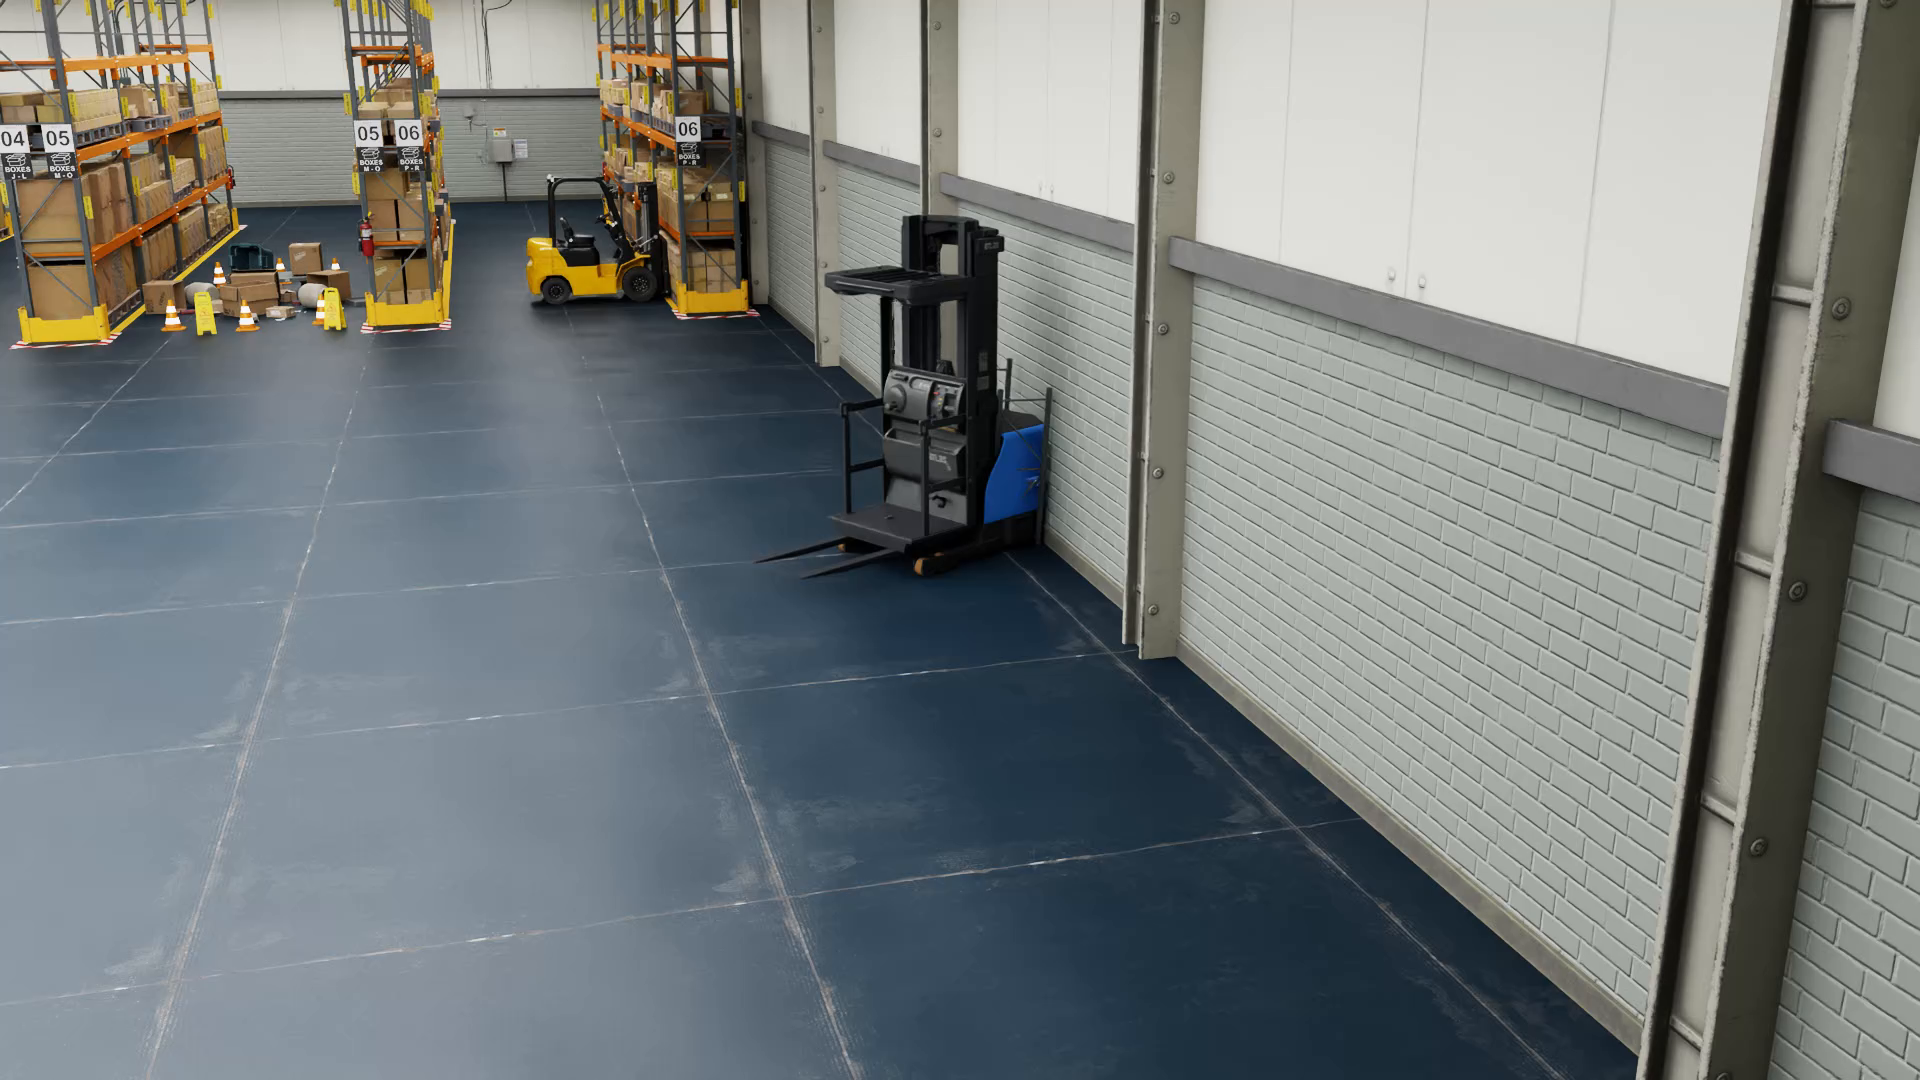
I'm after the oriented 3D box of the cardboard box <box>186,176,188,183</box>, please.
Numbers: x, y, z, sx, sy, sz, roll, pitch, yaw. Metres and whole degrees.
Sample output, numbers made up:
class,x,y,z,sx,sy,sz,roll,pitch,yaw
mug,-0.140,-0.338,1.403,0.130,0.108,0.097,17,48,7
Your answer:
class,x,y,z,sx,sy,sz,roll,pitch,yaw
cardboard box,-16.399,-7.540,34.842,0.380,0.149,0.250,-5,18,-18

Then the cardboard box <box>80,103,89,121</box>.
class,x,y,z,sx,sy,sz,roll,pitch,yaw
cardboard box,-13.717,-6.571,25.536,0.500,0.250,0.500,-5,17,-16

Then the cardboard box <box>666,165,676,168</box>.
class,x,y,z,sx,sy,sz,roll,pitch,yaw
cardboard box,-5.778,-7.550,33.868,0.380,0.149,0.250,-5,17,-16

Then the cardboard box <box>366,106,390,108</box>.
class,x,y,z,sx,sy,sz,roll,pitch,yaw
cardboard box,-9.584,-7.069,27.404,0.380,0.149,0.250,-5,17,-17

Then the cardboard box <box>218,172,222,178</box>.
class,x,y,z,sx,sy,sz,roll,pitch,yaw
cardboard box,-17.518,-8.549,38.934,0.380,0.149,0.250,-4,17,-14

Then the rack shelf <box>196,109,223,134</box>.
class,x,y,z,sx,sy,sz,roll,pitch,yaw
rack shelf,-17.538,-9.485,37.649,1.077,0.370,4.000,-5,17,-15

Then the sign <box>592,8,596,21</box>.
class,x,y,z,sx,sy,sz,roll,pitch,yaw
sign,-9.106,-13.074,41.373,0.100,0.325,0.005,-5,17,-15

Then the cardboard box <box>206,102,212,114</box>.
class,x,y,z,sx,sy,sz,roll,pitch,yaw
cardboard box,-17.272,-9.782,37.647,0.500,0.250,0.500,-4,17,-13

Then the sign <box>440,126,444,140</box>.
class,x,y,z,sx,sy,sz,roll,pitch,yaw
sign,-12.830,-10.072,41.144,0.100,0.325,0.005,-5,17,-15

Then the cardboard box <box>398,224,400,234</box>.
class,x,y,z,sx,sy,sz,roll,pitch,yaw
cardboard box,-9.528,-5.191,27.753,0.380,0.149,0.250,-4,17,-14

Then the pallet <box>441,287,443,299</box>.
class,x,y,z,sx,sy,sz,roll,pitch,yaw
pallet,-9.500,-4.190,28.831,1.003,0.211,1.213,-5,17,-15

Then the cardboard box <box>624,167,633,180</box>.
class,x,y,z,sx,sy,sz,roll,pitch,yaw
cardboard box,-6.987,-7.942,36.005,0.500,0.250,0.500,-6,18,-18

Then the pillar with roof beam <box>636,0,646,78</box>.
class,x,y,z,sx,sy,sz,roll,pitch,yaw
pillar with roof beam,-12.598,-13.109,43.248,9.100,9.000,0.400,-5,17,-15

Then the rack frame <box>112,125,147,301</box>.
class,x,y,z,sx,sy,sz,roll,pitch,yaw
rack frame,-14.789,-5.627,28.768,1.000,3.000,0.127,-5,17,-15

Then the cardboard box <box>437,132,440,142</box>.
class,x,y,z,sx,sy,sz,roll,pitch,yaw
cardboard box,-12.553,-9.359,39.281,0.500,0.500,0.500,-5,17,-16

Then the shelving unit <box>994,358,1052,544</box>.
class,x,y,z,sx,sy,sz,roll,pitch,yaw
shelving unit,0.367,-0.800,15.260,0.538,1.500,1.048,-4,22,-18

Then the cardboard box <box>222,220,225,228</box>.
class,x,y,z,sx,sy,sz,roll,pitch,yaw
cardboard box,-17.374,-7.377,38.820,0.380,0.149,0.250,-6,18,-18

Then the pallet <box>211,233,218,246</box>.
class,x,y,z,sx,sy,sz,roll,pitch,yaw
pallet,-17.207,-6.687,37.145,1.003,0.211,1.213,-5,17,-15

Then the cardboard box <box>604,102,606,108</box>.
class,x,y,z,sx,sy,sz,roll,pitch,yaw
cardboard box,-8.520,-10.677,40.803,0.380,0.149,0.250,-5,17,-15

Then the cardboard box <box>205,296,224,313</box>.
class,x,y,z,sx,sy,sz,roll,pitch,yaw
cardboard box,-12.546,-3.988,28.063,0.396,0.266,0.258,-2,17,-6

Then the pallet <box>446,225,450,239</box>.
class,x,y,z,sx,sy,sz,roll,pitch,yaw
pallet,-12.390,-7.140,38.653,1.003,0.211,1.213,-5,17,-15

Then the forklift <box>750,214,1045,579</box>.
class,x,y,z,sx,sy,sz,roll,pitch,yaw
forklift,-0.462,-1.257,14.341,1.130,2.935,3.031,16,23,42

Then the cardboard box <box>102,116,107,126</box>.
class,x,y,z,sx,sy,sz,roll,pitch,yaw
cardboard box,-14.030,-6.764,26.874,0.380,0.149,0.250,-5,17,-16

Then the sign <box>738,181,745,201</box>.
class,x,y,z,sx,sy,sz,roll,pitch,yaw
sign,-3.652,-5.828,27.795,0.100,0.325,0.005,-5,17,-15

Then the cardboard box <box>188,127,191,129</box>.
class,x,y,z,sx,sy,sz,roll,pitch,yaw
cardboard box,-18.074,-9.331,38.671,0.500,0.500,0.500,-4,17,-14

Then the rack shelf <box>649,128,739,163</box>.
class,x,y,z,sx,sy,sz,roll,pitch,yaw
rack shelf,-4.737,-6.978,29.304,1.077,0.370,4.000,-5,17,-15

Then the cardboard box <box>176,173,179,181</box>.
class,x,y,z,sx,sy,sz,roll,pitch,yaw
cardboard box,-16.119,-7.393,33.838,0.380,0.149,0.250,-5,17,-15

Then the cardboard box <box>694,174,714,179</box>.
class,x,y,z,sx,sy,sz,roll,pitch,yaw
cardboard box,-4.548,-6.447,29.680,0.380,0.149,0.250,-4,17,-14

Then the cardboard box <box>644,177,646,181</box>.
class,x,y,z,sx,sy,sz,roll,pitch,yaw
cardboard box,-5.950,-7.006,32.753,0.500,0.250,0.500,-4,17,-14

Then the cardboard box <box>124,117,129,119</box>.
class,x,y,z,sx,sy,sz,roll,pitch,yaw
cardboard box,-14.836,-7.499,29.318,0.250,0.149,0.380,-5,17,-15

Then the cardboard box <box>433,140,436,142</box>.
class,x,y,z,sx,sy,sz,roll,pitch,yaw
cardboard box,-11.622,-8.398,36.081,0.500,0.500,0.500,-4,17,-14

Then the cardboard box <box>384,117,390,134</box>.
class,x,y,z,sx,sy,sz,roll,pitch,yaw
cardboard box,-9.482,-6.708,26.895,0.500,0.250,0.500,-5,17,-16

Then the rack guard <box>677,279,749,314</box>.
class,x,y,z,sx,sy,sz,roll,pitch,yaw
rack guard,-4.180,-4.129,28.128,1.175,0.500,0.348,-5,17,-15

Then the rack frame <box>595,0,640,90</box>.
class,x,y,z,sx,sy,sz,roll,pitch,yaw
rack frame,-8.584,-12.632,41.661,1.000,3.000,0.127,-5,17,-15

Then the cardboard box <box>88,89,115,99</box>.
class,x,y,z,sx,sy,sz,roll,pitch,yaw
cardboard box,-14.313,-7.428,27.697,0.380,0.149,0.250,-5,17,-15

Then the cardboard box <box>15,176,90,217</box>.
class,x,y,z,sx,sy,sz,roll,pitch,yaw
cardboard box,-13.755,-5.215,25.260,0.875,0.550,0.550,-5,17,-15

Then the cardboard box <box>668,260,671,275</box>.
class,x,y,z,sx,sy,sz,roll,pitch,yaw
cardboard box,-4.911,-4.847,29.354,0.500,0.250,0.500,-5,17,-17

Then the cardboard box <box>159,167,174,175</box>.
class,x,y,z,sx,sy,sz,roll,pitch,yaw
cardboard box,-15.969,-7.384,33.292,0.380,0.149,0.250,-5,17,-16

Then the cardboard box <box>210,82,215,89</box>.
class,x,y,z,sx,sy,sz,roll,pitch,yaw
cardboard box,-17.713,-10.673,39.050,0.380,0.149,0.250,-5,17,-16

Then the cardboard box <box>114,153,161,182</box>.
class,x,y,z,sx,sy,sz,roll,pitch,yaw
cardboard box,-15.775,-7.135,31.877,0.700,0.500,0.500,-5,17,-16

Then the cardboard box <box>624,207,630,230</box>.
class,x,y,z,sx,sy,sz,roll,pitch,yaw
cardboard box,-7.412,-7.358,38.147,0.500,0.500,0.500,-5,17,-16

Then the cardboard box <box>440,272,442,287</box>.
class,x,y,z,sx,sy,sz,roll,pitch,yaw
cardboard box,-9.481,-4.642,29.538,0.500,0.250,0.500,-5,17,-17

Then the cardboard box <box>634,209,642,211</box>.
class,x,y,z,sx,sy,sz,roll,pitch,yaw
cardboard box,-6.900,-7.127,36.249,0.380,0.149,0.250,-5,18,-17

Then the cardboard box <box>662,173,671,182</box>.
class,x,y,z,sx,sy,sz,roll,pitch,yaw
cardboard box,-5.177,-6.545,30.006,0.380,0.149,0.250,-5,17,-16

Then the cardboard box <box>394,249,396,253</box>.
class,x,y,z,sx,sy,sz,roll,pitch,yaw
cardboard box,-9.661,-4.861,27.836,0.380,0.149,0.250,-4,17,-14

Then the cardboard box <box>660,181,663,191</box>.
class,x,y,z,sx,sy,sz,roll,pitch,yaw
cardboard box,-5.213,-6.401,30.044,0.380,0.149,0.250,-5,17,-16

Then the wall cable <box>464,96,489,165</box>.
class,x,y,z,sx,sy,sz,roll,pitch,yaw
wall cable,-13.567,-11.525,46.638,0.588,1.984,0.122,-5,17,-15

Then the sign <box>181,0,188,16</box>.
class,x,y,z,sx,sy,sz,roll,pitch,yaw
sign,-16.456,-11.282,35.266,0.100,0.325,0.005,-5,17,-15

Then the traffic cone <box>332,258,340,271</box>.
class,x,y,z,sx,sy,sz,roll,pitch,yaw
traffic cone,-11.745,-5.063,31.302,0.336,0.463,0.334,-5,17,-15

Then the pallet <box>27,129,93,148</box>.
class,x,y,z,sx,sy,sz,roll,pitch,yaw
pallet,-13.904,-6.119,25.346,1.003,0.211,1.213,-5,17,-15

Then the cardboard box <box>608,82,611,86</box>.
class,x,y,z,sx,sy,sz,roll,pitch,yaw
cardboard box,-8.003,-10.659,39.182,0.500,0.250,0.500,-5,17,-16

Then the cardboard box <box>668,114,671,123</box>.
class,x,y,z,sx,sy,sz,roll,pitch,yaw
cardboard box,-4.707,-7.104,28.003,0.380,0.149,0.250,-5,17,-17

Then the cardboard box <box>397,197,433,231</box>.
class,x,y,z,sx,sy,sz,roll,pitch,yaw
cardboard box,-8.822,-5.283,26.933,0.500,0.500,0.500,-5,17,-16
